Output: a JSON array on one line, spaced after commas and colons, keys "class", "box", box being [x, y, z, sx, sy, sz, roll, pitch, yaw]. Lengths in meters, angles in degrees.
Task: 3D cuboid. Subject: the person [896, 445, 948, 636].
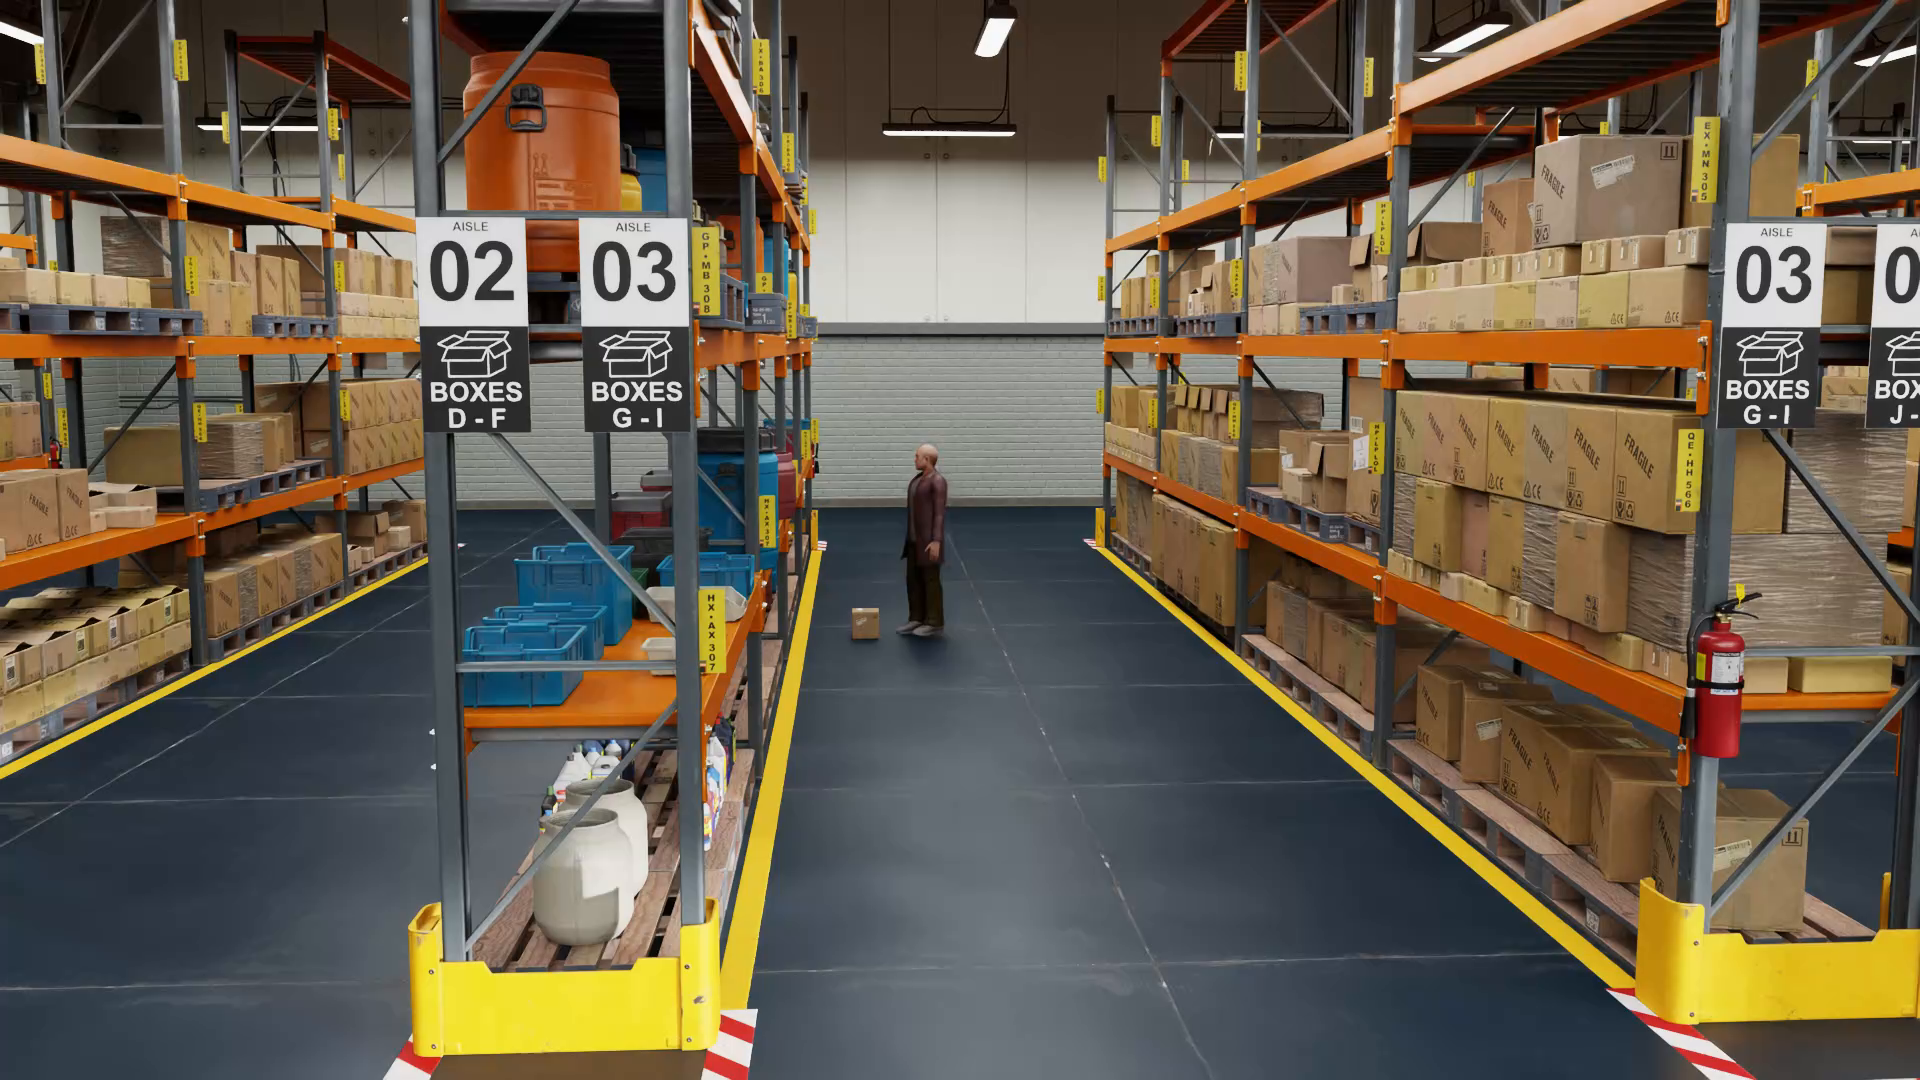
[{"class": "person", "box": [-0.360, 0.003, 15.585, 0.418, 1.790, 0.671, -4, 8, -29]}]
